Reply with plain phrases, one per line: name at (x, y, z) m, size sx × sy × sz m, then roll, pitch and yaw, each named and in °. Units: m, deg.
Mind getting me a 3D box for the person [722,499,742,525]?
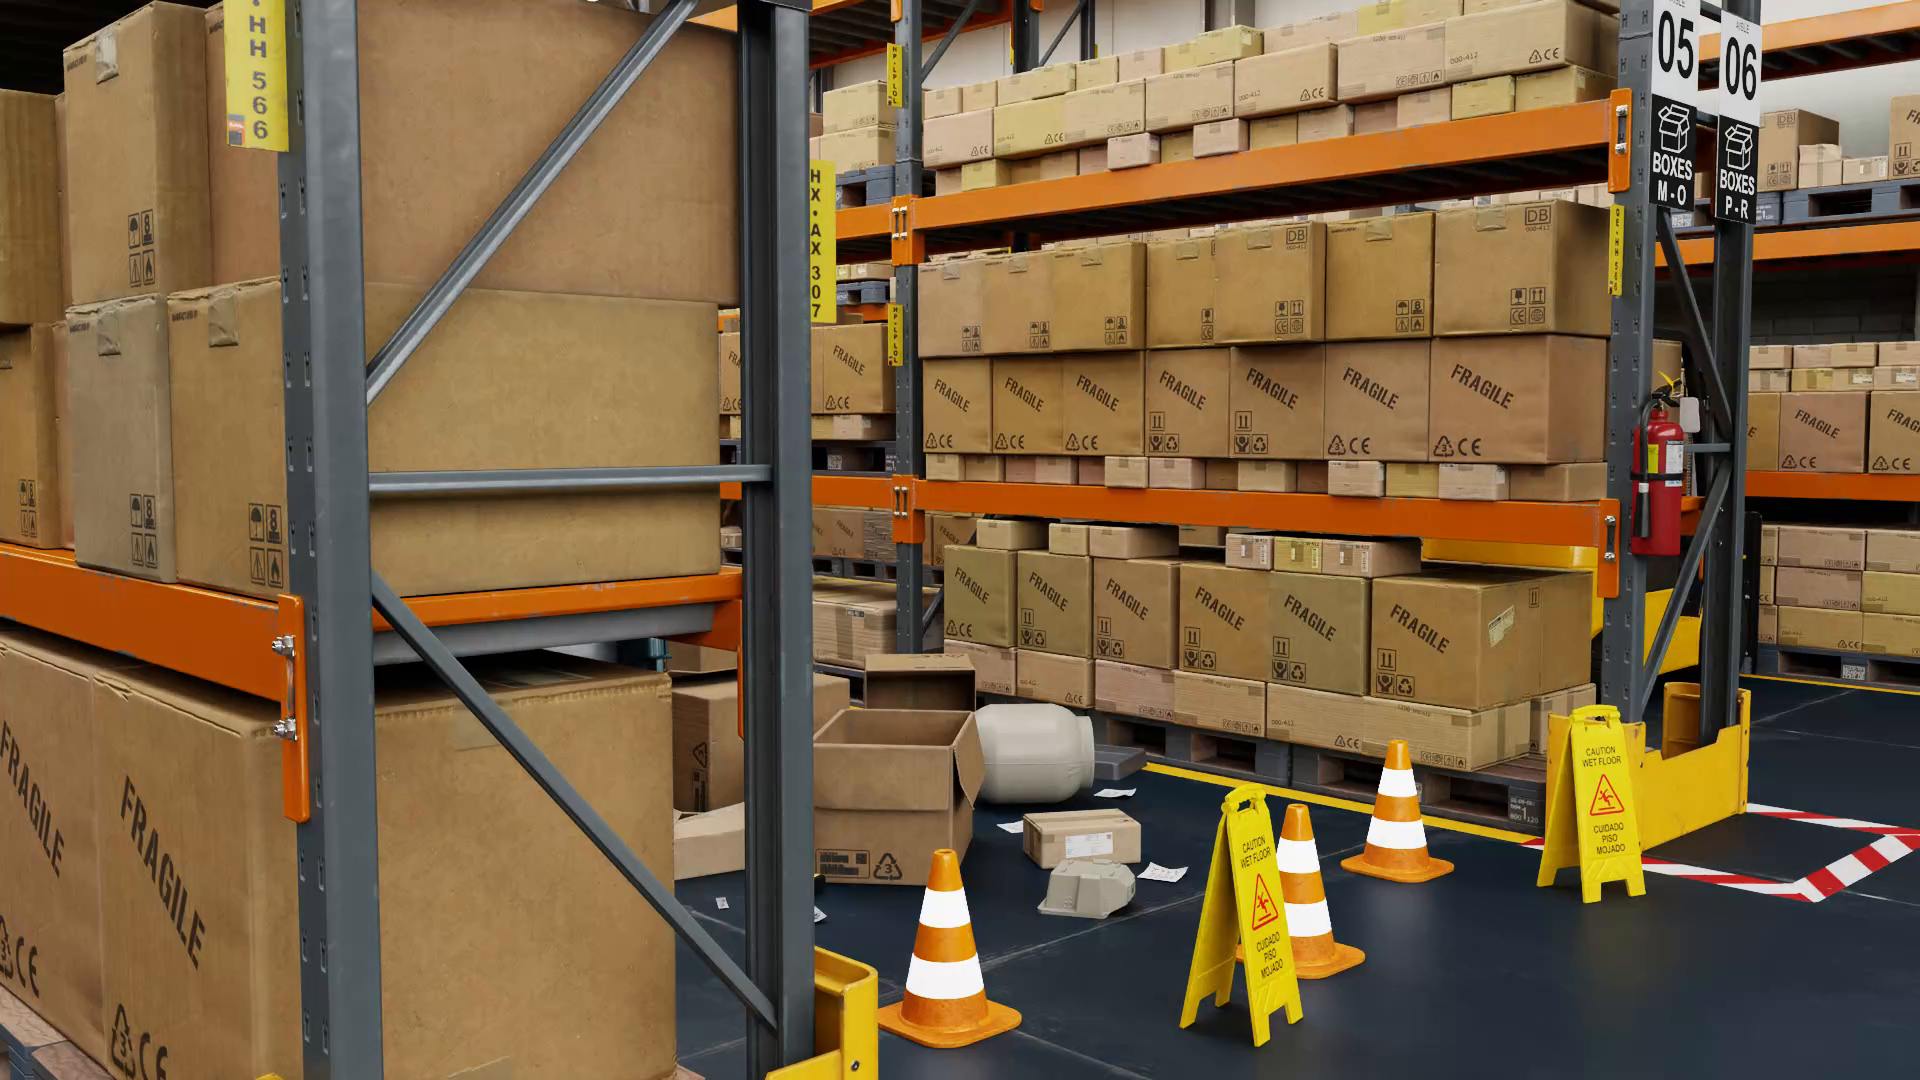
person at (-1.771, -0.231, 14.231) m, size 0.965 × 1.620 × 0.457 m, roll 4°, pitch 5°, yaw 43°
